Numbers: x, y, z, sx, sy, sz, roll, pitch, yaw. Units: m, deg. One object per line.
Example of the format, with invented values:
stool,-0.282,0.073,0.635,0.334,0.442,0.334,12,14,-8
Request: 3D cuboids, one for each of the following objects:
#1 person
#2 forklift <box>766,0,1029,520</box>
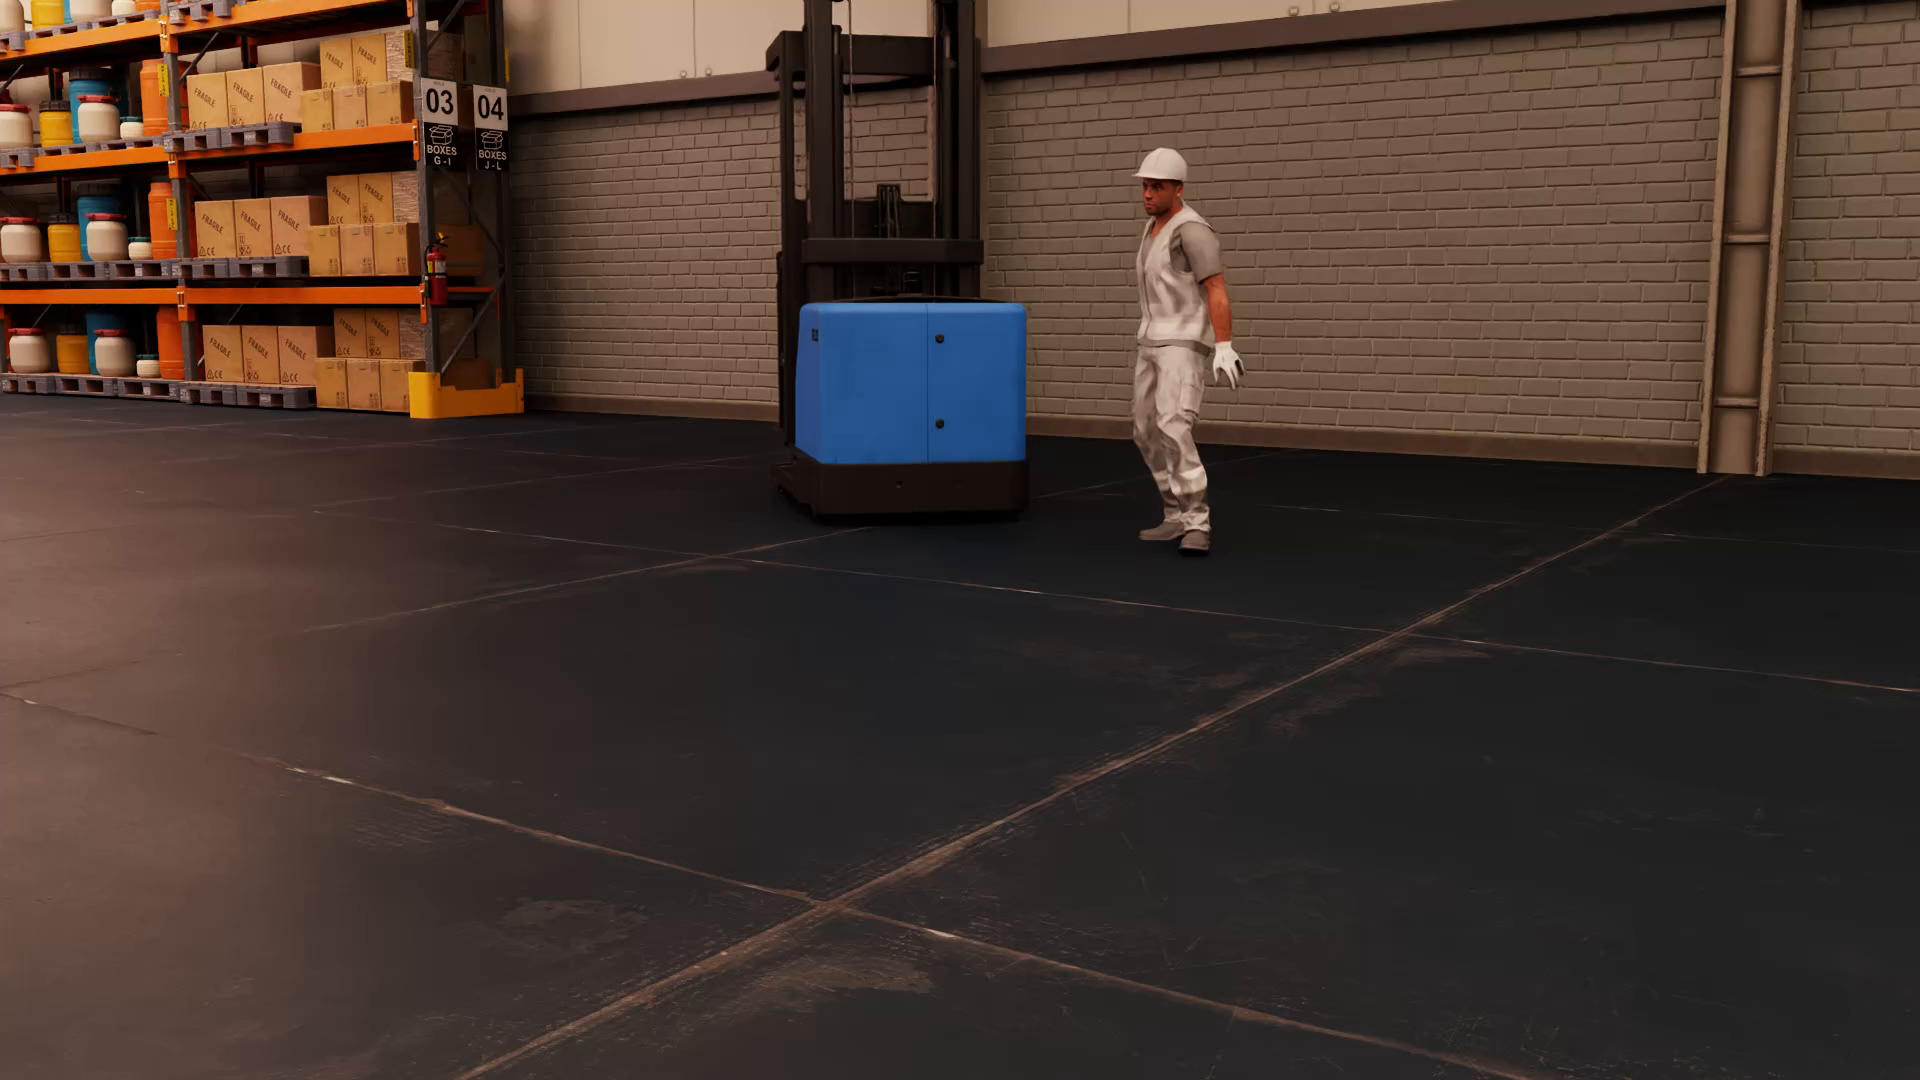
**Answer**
person,0.937,-0.844,7.405,0.454,1.749,0.879,-3,9,-19
forklift,-0.483,-1.722,9.306,1.130,2.935,3.031,-2,8,-13
